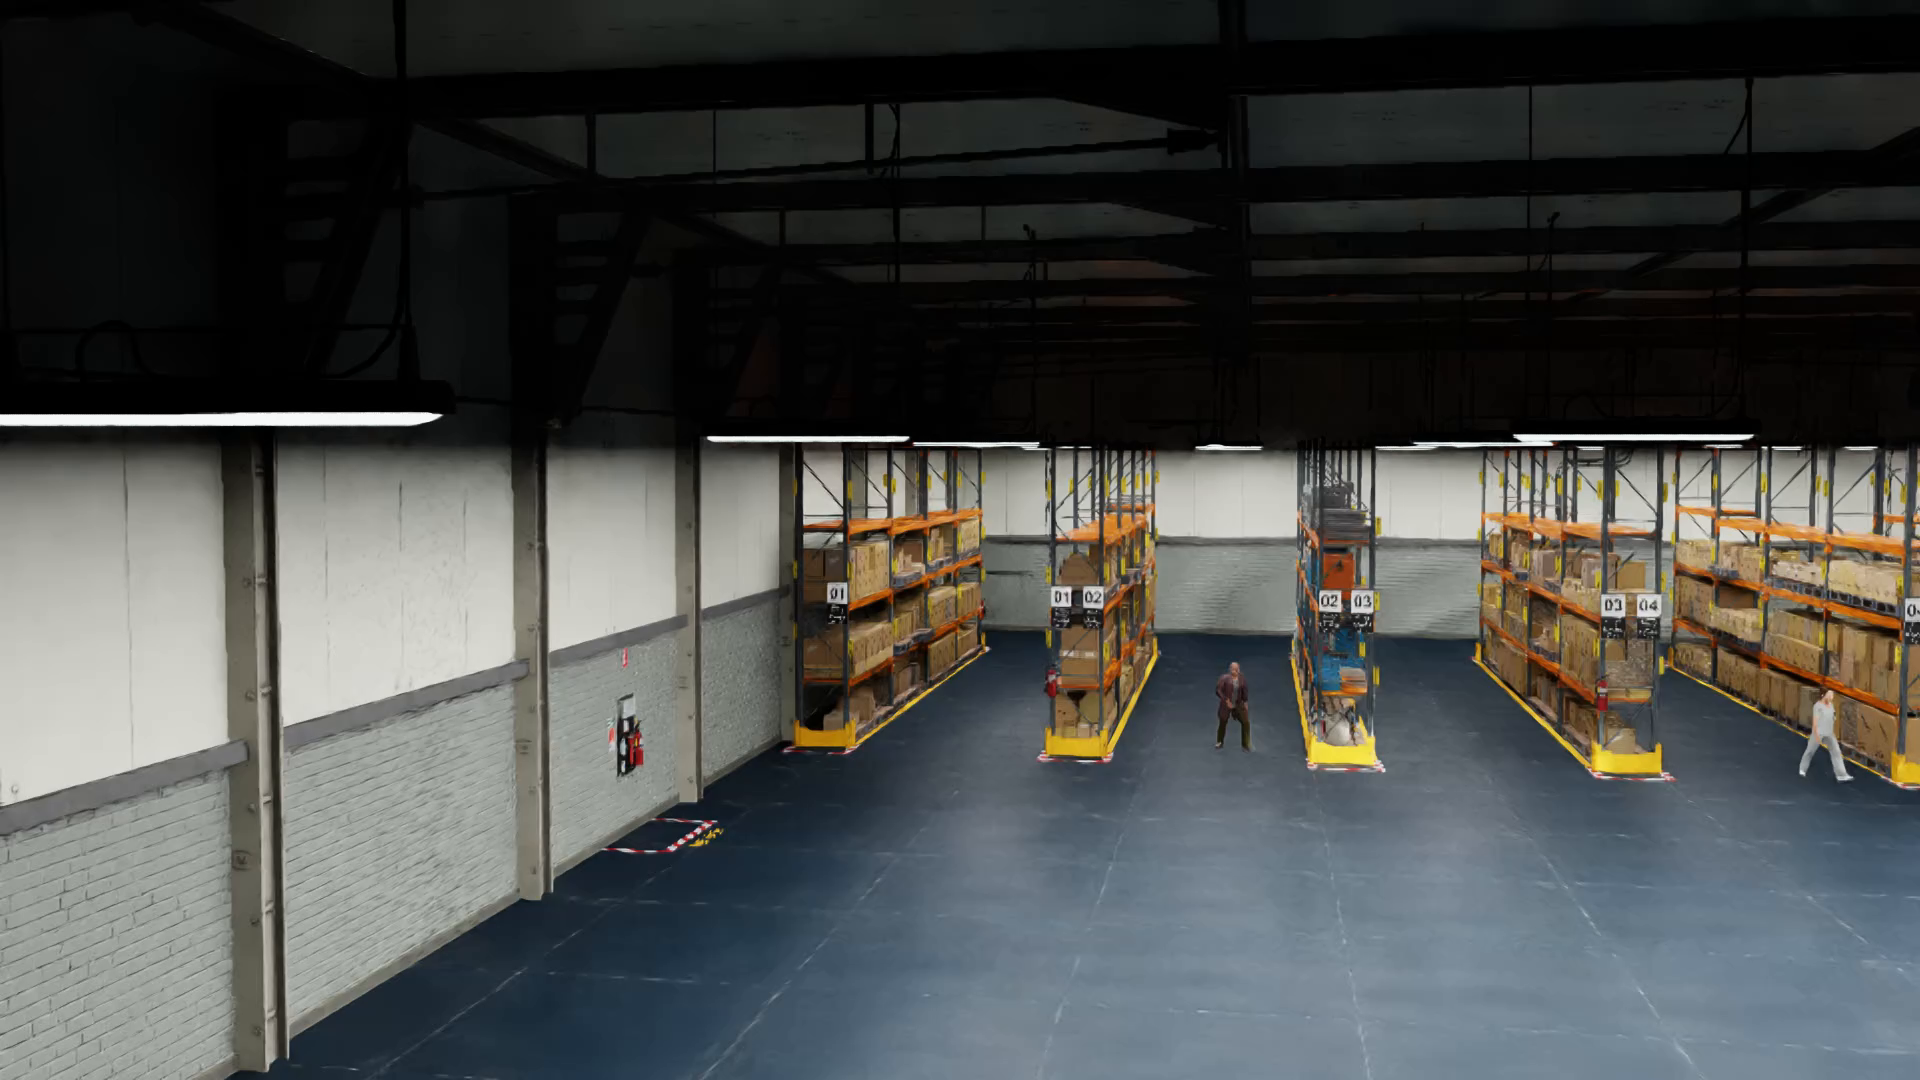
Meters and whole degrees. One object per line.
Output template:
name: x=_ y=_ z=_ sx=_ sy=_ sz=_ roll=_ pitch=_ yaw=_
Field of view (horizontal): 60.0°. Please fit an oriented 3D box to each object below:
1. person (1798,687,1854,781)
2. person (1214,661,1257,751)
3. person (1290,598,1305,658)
person: x=15.069 y=3.366 z=28.999 sx=0.513 sy=1.628 sz=0.915 roll=-1 pitch=3 yaw=-13
person: x=5.228 y=3.167 z=31.896 sx=0.737 sy=1.717 sz=0.880 roll=0 pitch=3 yaw=-7
person: x=9.340 y=2.388 z=45.320 sx=0.519 sy=1.607 sz=0.921 roll=2 pitch=4 yaw=32
